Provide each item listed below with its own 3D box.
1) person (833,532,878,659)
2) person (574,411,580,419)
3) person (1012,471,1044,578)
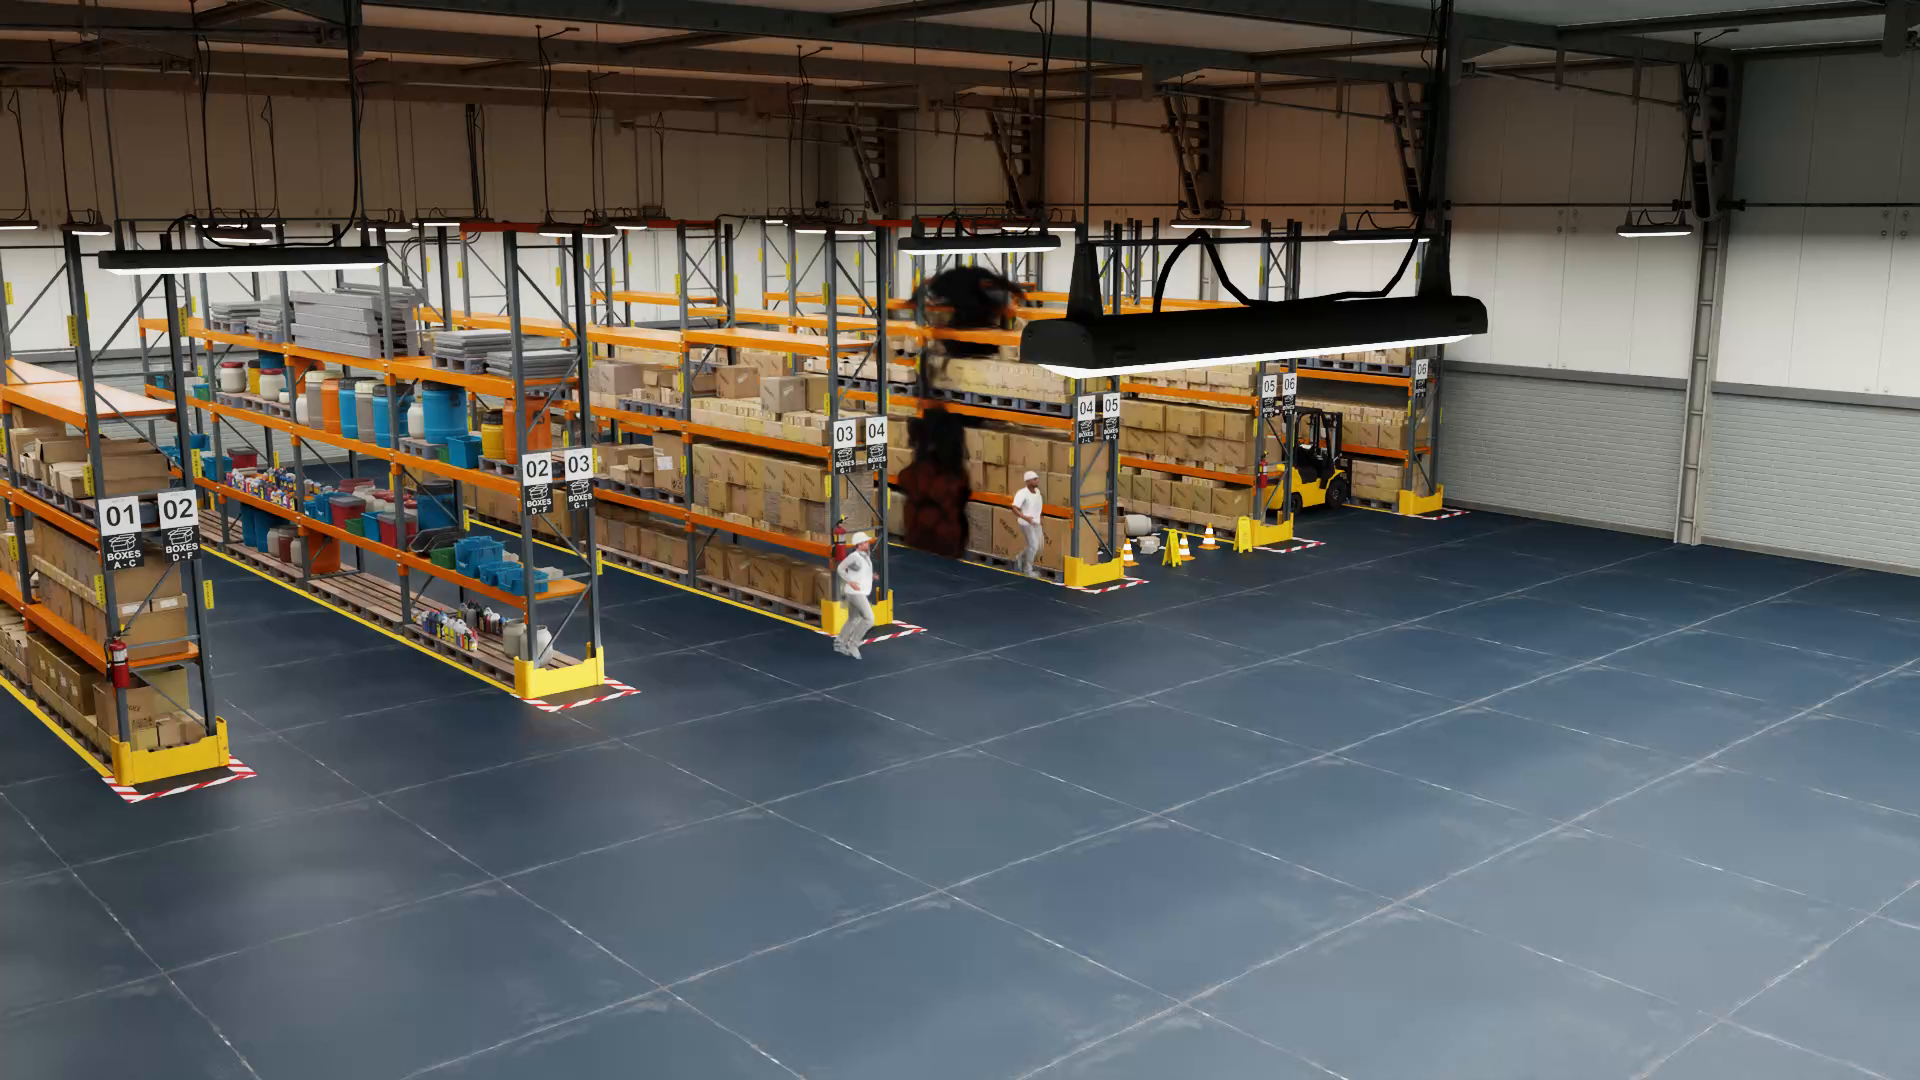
[{"bbox_3d":[-1.470,0.778,23.671,0.659,1.800,0.642,2,12,10],"label":"person"},{"bbox_3d":[-9.375,-2.513,40.267,0.597,1.588,0.756,6,13,26],"label":"person"},{"bbox_3d":[1.138,-0.271,27.463,0.557,1.750,0.728,9,14,37],"label":"person"}]
